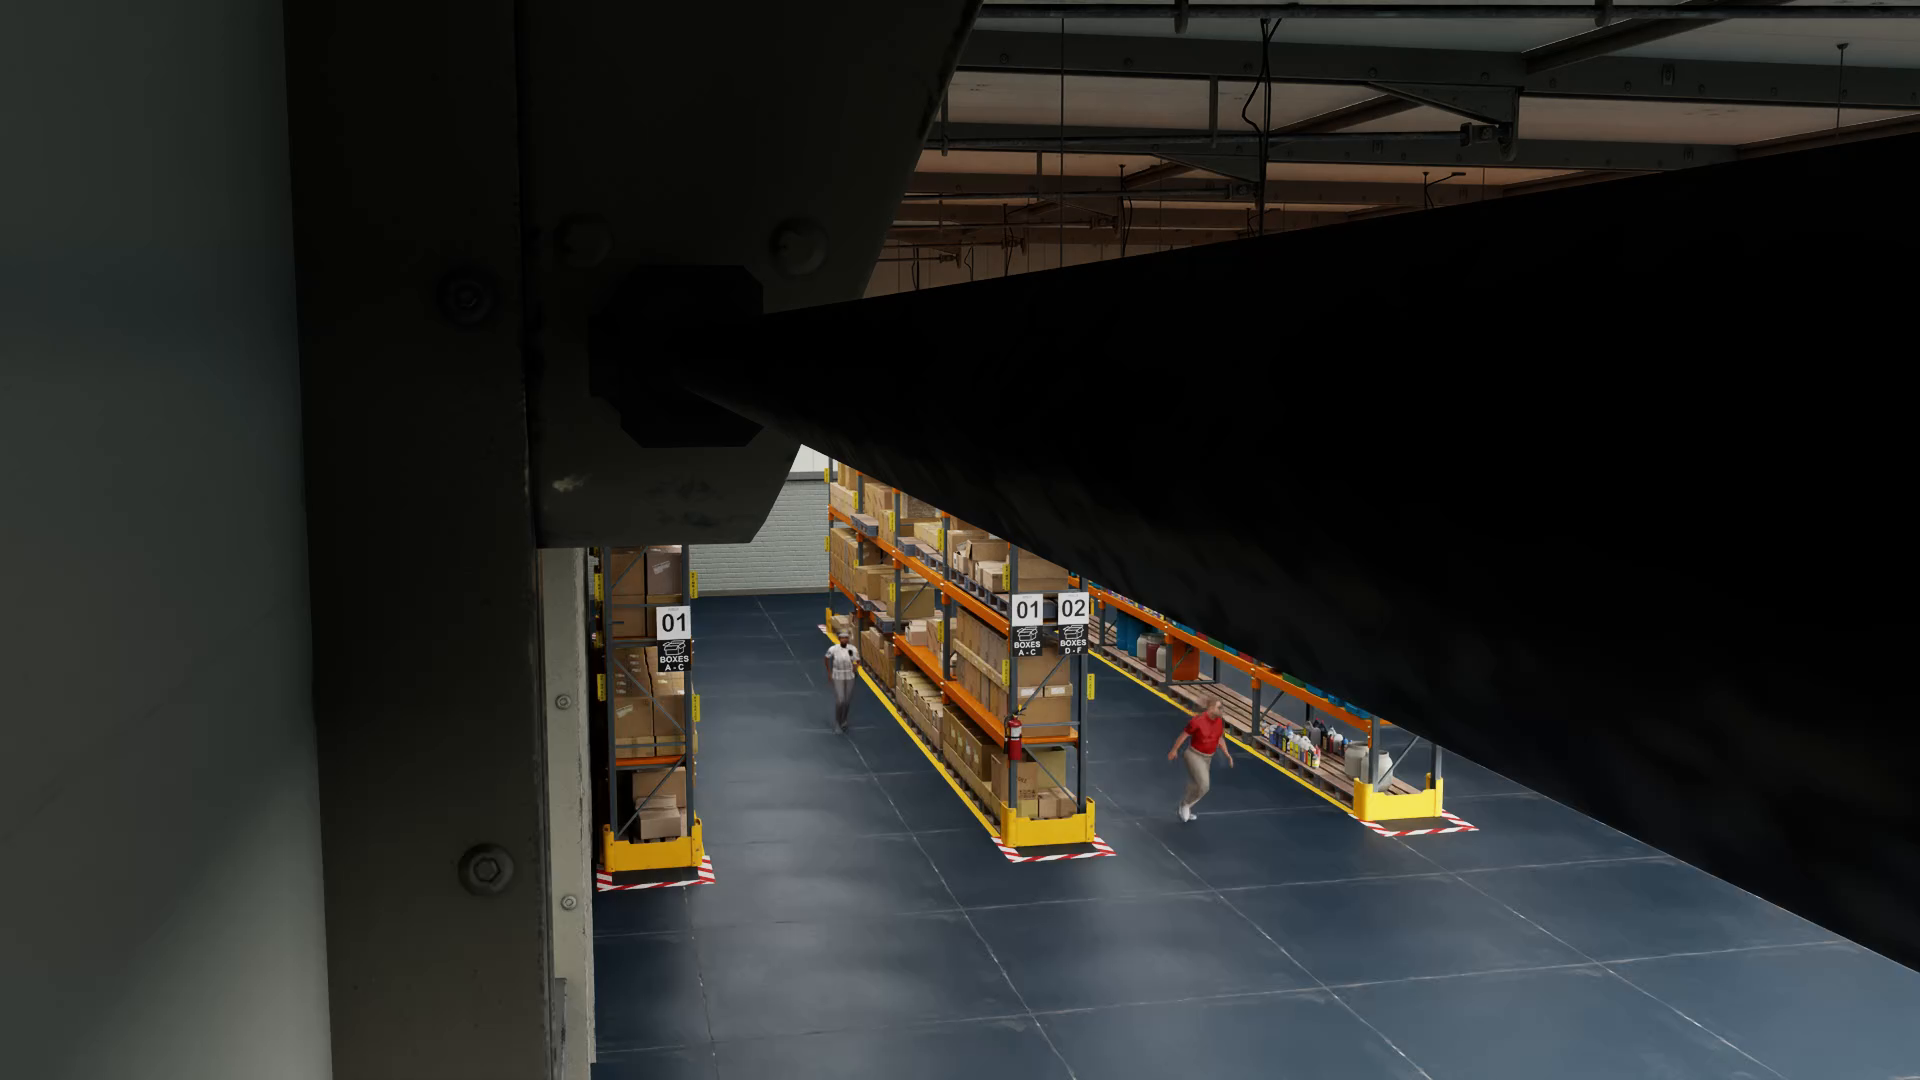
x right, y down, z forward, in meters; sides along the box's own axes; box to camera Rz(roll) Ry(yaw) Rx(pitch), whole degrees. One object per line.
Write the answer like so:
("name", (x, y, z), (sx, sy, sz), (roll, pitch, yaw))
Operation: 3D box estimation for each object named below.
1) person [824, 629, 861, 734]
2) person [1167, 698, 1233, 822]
("person", (-1.889, 2.298, 27.090), (0.574, 1.743, 0.715), (-2, 7, -15))
("person", (3.199, 2.892, 21.994), (0.731, 1.666, 0.640), (6, 9, 43))
